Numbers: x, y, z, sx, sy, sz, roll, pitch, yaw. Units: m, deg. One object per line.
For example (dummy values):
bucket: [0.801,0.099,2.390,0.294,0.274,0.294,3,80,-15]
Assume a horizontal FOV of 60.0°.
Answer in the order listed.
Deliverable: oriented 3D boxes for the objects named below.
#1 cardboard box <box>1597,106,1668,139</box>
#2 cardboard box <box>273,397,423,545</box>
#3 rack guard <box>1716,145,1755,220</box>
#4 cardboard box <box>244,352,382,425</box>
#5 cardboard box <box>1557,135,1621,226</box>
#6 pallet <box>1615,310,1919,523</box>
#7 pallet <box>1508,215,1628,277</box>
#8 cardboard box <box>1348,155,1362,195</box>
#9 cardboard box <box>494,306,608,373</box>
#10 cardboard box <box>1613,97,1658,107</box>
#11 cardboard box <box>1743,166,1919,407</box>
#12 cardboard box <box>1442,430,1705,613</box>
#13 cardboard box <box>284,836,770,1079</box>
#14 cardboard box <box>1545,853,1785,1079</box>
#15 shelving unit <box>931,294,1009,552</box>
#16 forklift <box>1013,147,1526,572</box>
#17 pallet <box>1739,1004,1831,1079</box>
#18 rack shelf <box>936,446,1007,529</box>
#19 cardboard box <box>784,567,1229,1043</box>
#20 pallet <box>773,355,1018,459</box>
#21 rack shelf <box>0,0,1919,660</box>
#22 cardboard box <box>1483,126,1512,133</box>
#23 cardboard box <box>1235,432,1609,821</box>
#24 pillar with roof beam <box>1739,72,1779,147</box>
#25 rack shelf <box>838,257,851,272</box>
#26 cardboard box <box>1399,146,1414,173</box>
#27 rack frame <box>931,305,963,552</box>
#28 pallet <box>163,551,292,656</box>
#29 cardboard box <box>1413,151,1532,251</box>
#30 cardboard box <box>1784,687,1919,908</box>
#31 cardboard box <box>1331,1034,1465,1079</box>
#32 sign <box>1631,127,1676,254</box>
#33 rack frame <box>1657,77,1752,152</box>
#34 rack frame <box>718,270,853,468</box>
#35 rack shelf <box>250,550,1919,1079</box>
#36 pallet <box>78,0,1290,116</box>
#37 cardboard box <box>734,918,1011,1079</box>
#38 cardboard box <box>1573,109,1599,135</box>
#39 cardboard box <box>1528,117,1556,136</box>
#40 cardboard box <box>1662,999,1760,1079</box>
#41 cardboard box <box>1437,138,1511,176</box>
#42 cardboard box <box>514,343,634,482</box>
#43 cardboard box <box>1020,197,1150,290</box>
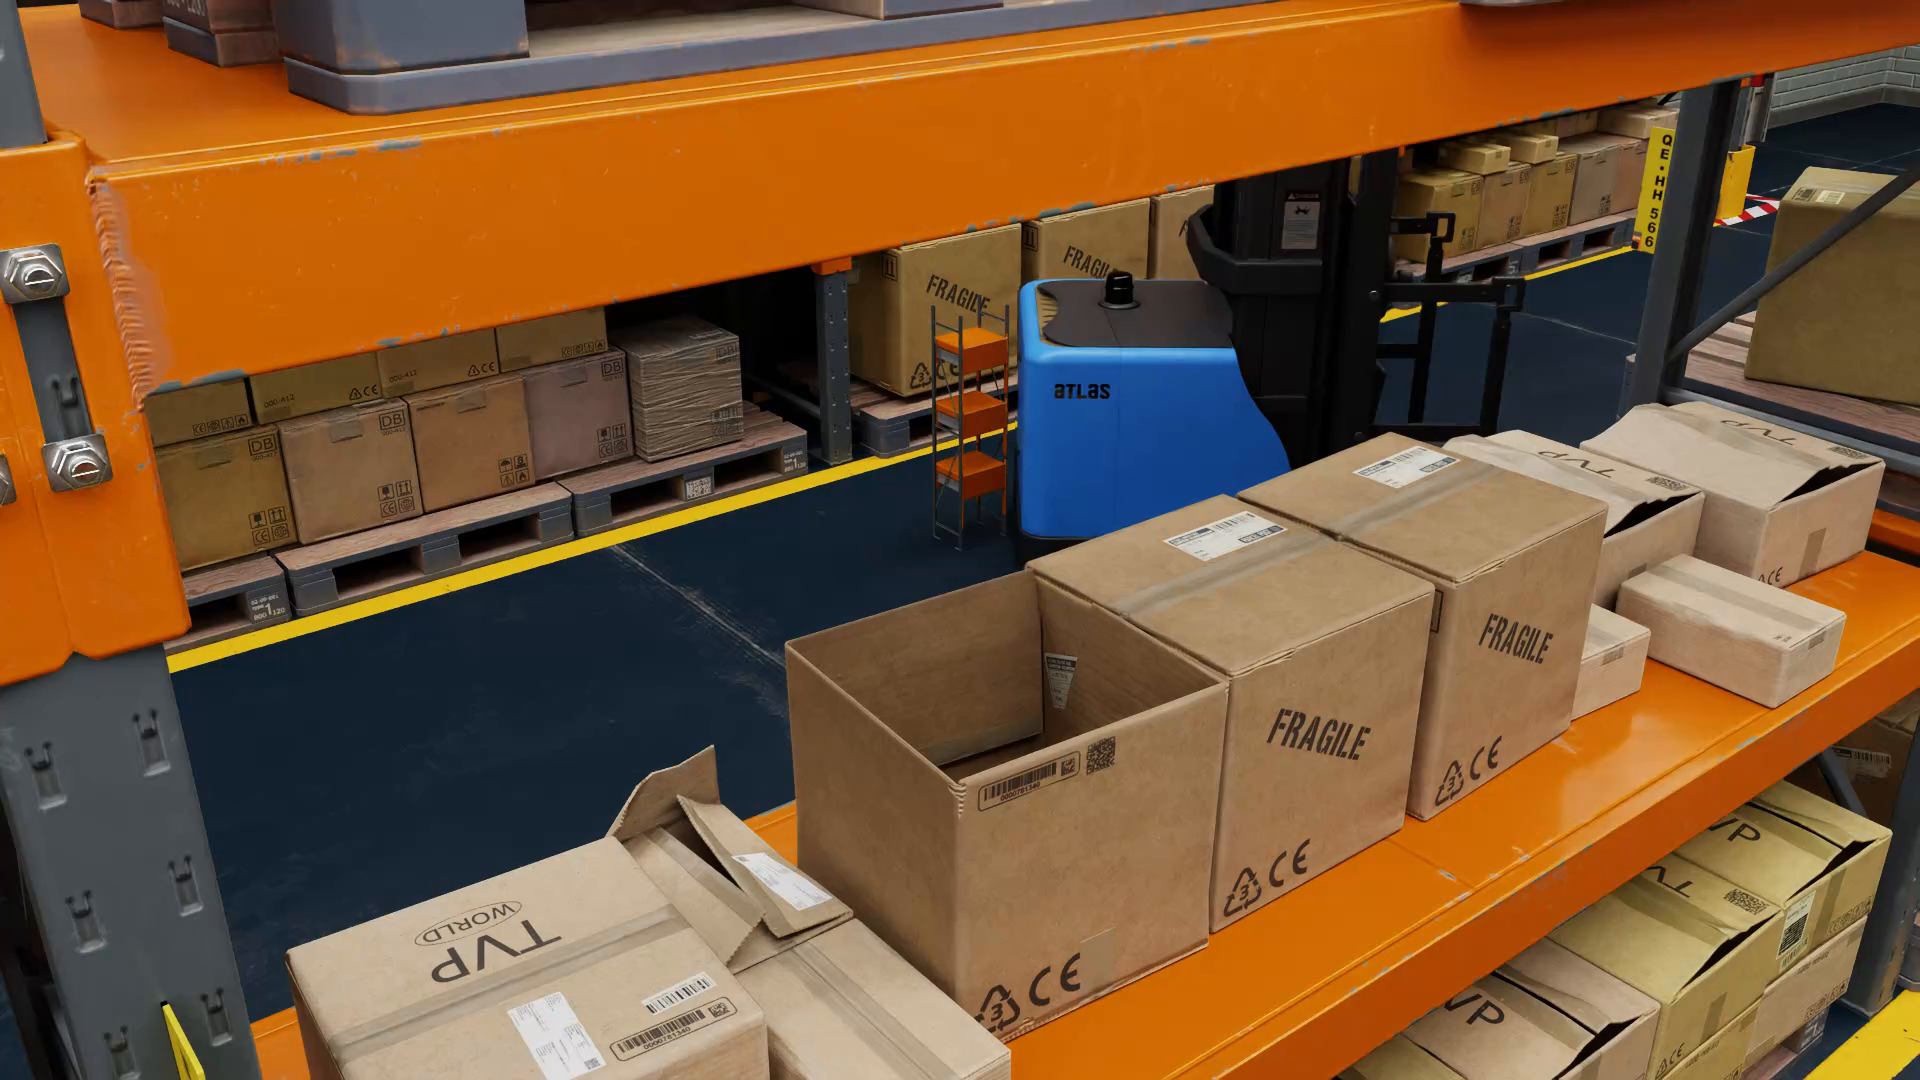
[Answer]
cardboard box: [4.741,-2.944,11.731,0.250,0.149,0.380,-17,30,-33]
cardboard box: [-2.653,-0.384,6.961,0.500,0.500,0.700,-18,30,-33]
rack guard: [5.438,-2.841,12.778,0.348,0.500,1.175,-18,31,-34]
cardboard box: [-2.703,-0.706,6.764,0.500,0.250,0.500,-19,31,-35]
cardboard box: [4.141,-2.550,11.651,0.500,0.500,0.700,-19,31,-36]
pallet: [2.674,-0.363,4.697,1.003,0.211,1.213,-18,31,-34]
pallet: [3.879,-2.155,11.643,1.213,0.211,1.003,-18,31,-34]
cardboard box: [1.841,-1.933,9.907,0.750,0.750,0.750,-18,30,-33]
cardboard box: [-1.898,-0.965,7.322,0.500,0.250,0.500,-18,30,-33]
cardboard box: [4.905,-3.203,12.289,0.250,0.149,0.380,-18,30,-34]
cardboard box: [2.610,-0.687,4.550,0.700,0.500,0.500,15,29,29]
cardboard box: [1.360,-0.042,3.883,0.500,0.311,0.500,-19,31,-35]
cardboard box: [-0.603,0.714,2.326,0.500,0.250,0.500,-16,29,-31]
cardboard box: [1.519,0.907,3.835,0.500,0.311,0.500,-19,31,-35]
shelving unit: [0.042,-0.490,7.059,0.252,1.050,0.215,-18,31,-34]
forklift: [1.751,-1.267,6.498,3.031,2.935,1.130,0,25,1]
pallet: [1.512,1.215,4.381,1.213,0.211,1.003,-18,31,-34]
rack shelf: [0.042,-0.228,7.180,0.240,0.259,0.215,-18,31,-34]
cardboard box: [0.065,0.412,2.680,0.500,0.500,0.500,-16,29,-30]
pallet: [-0.209,-0.806,8.735,1.213,0.211,1.003,-18,31,-34]
rack shelf: [0.610,-0.765,2.627,4.000,0.370,1.077,-18,31,-34]
cardboard box: [3.507,-2.741,11.292,0.250,0.149,0.380,-18,30,-34]
cardboard box: [0.873,0.145,3.255,0.500,0.500,0.500,-20,32,-37]
pillar with roof beam: [9.667,-6.252,10.031,0.400,9.000,9.100,-18,31,-34]
rack shelf: [0.698,-2.084,9.032,4.000,0.370,1.077,-18,31,-34]
cardboard box: [2.687,-2.469,10.707,0.250,0.149,0.380,-18,31,-34]
rack frame: [-0.054,-0.458,6.991,0.008,1.050,0.200,-18,31,-34]
pallet: [-3.412,0.210,6.546,1.213,0.211,1.003,-18,31,-34]
cardboard box: [3.321,-2.276,11.062,0.500,0.500,0.700,-19,31,-35]
cardboard box: [2.718,0.660,4.711,0.500,0.500,0.500,-17,30,-32]
cardboard box: [0.724,1.166,3.275,0.500,0.311,0.500,-17,30,-33]
sign: [1.841,-0.917,4.382,0.005,0.325,0.100,-18,31,-34]
rack frame: [5.419,-3.969,12.238,0.127,3.000,1.000,-18,31,-34]
rack frame: [-0.876,-1.891,7.761,0.127,3.000,1.000,-18,31,-34]
rack shelf: [0.610,0.595,3.259,4.000,0.370,1.077,-18,31,-34]
pallet: [-0.278,-0.719,1.900,1.217,0.209,0.805,-20,31,-36]
cardboard box: [-0.140,0.740,2.391,0.250,0.149,0.380,-18,31,-34]
cardboard box: [4.310,-3.007,11.865,0.250,0.149,0.380,-18,30,-34]
cardboard box: [3.909,-2.874,11.578,0.250,0.149,0.380,-18,30,-34]
cardboard box: [1.517,1.159,3.958,0.500,0.250,0.500,-19,31,-35]
cardboard box: [3.306,-2.469,10.708,0.250,0.149,0.380,-17,30,-32]
cardboard box: [-1.887,-0.657,7.549,0.500,0.500,0.700,-18,31,-34]
cardboard box: [0.477,-1.479,8.929,0.750,0.750,0.750,-18,31,-34]
